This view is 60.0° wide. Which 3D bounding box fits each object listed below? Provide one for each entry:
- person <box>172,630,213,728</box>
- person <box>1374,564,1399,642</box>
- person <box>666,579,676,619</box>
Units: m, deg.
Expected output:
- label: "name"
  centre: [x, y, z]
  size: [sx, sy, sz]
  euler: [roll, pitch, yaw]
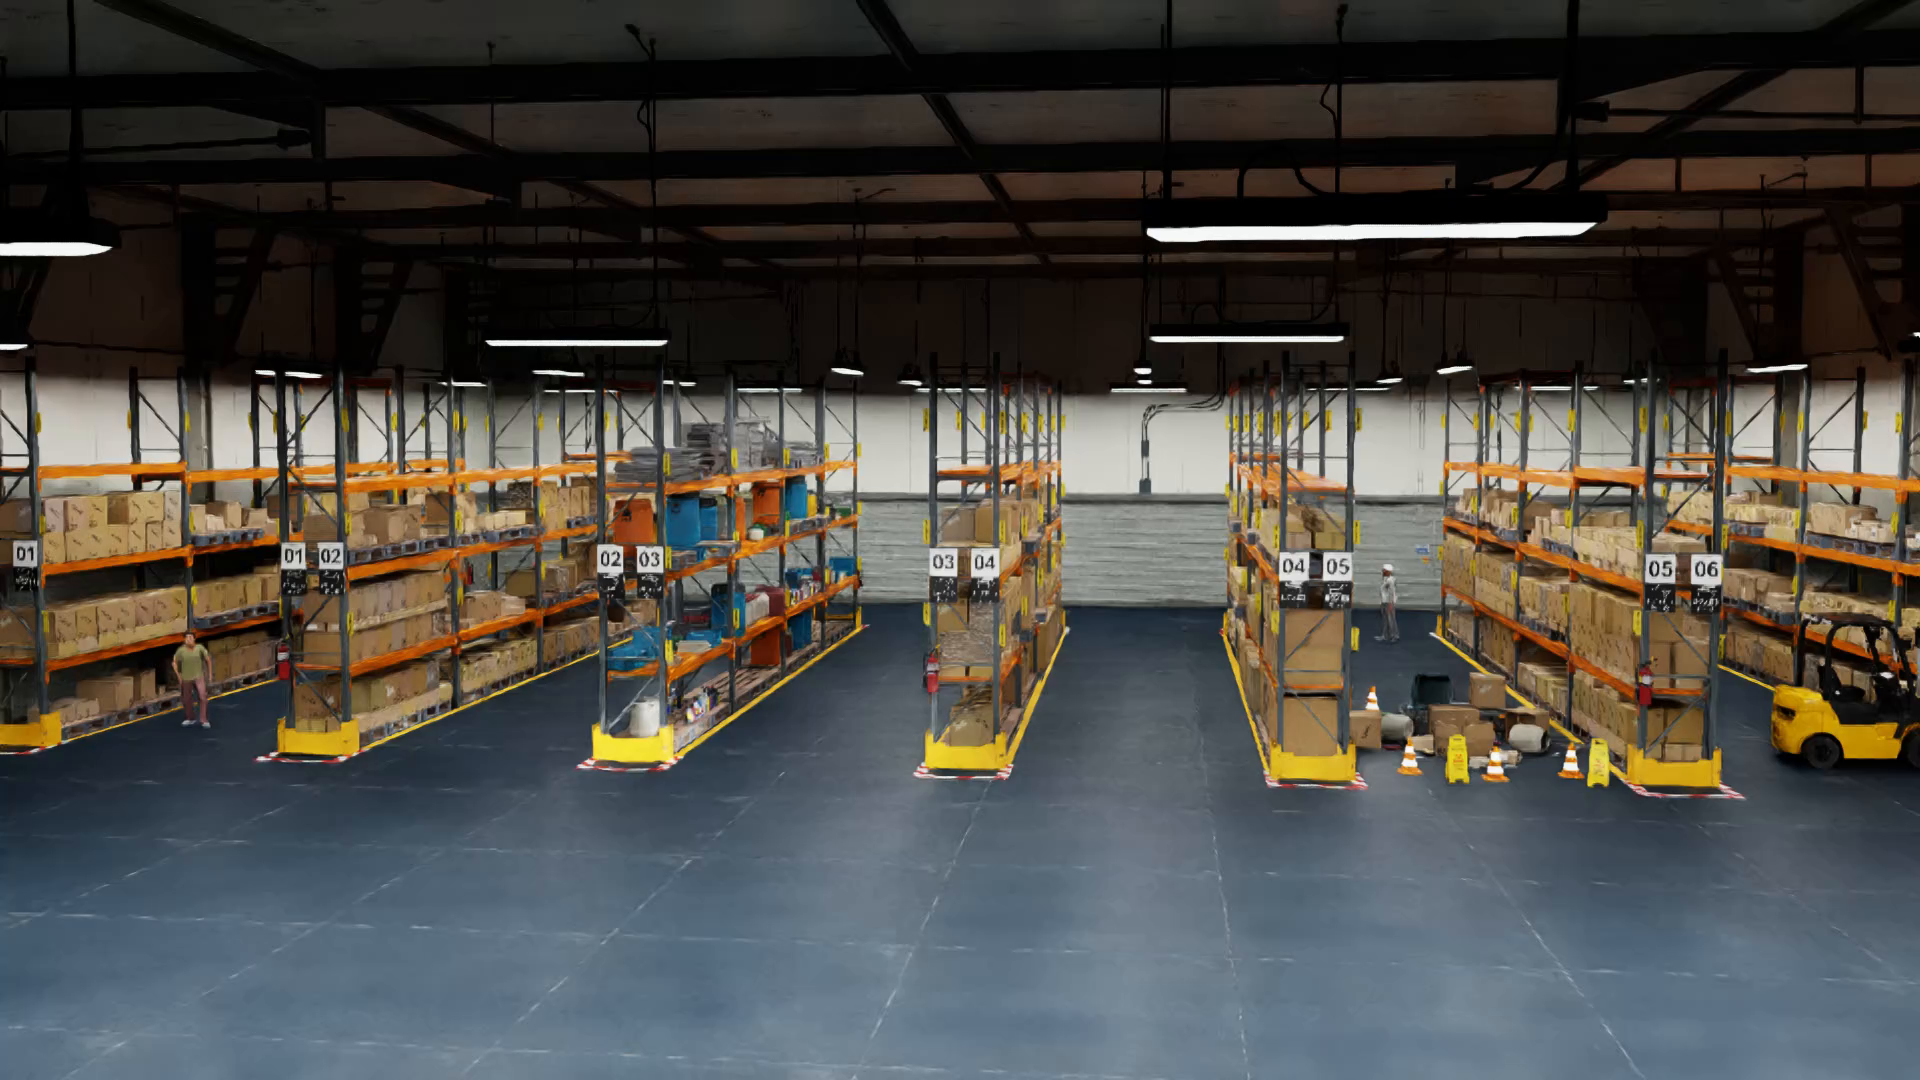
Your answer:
- label: "person"
  centre: [-12.567, 2.263, 27.241]
  size: [0.590, 1.617, 0.756]
  euler: [-1, 4, -15]
- label: "person"
  centre: [9.775, 1.424, 37.980]
  size: [0.486, 1.770, 0.625]
  euler: [0, 4, 2]
- label: "person"
  centre: [-7.391, 1.181, 42.127]
  size: [0.512, 1.680, 0.482]
  euler: [-3, 5, -36]
